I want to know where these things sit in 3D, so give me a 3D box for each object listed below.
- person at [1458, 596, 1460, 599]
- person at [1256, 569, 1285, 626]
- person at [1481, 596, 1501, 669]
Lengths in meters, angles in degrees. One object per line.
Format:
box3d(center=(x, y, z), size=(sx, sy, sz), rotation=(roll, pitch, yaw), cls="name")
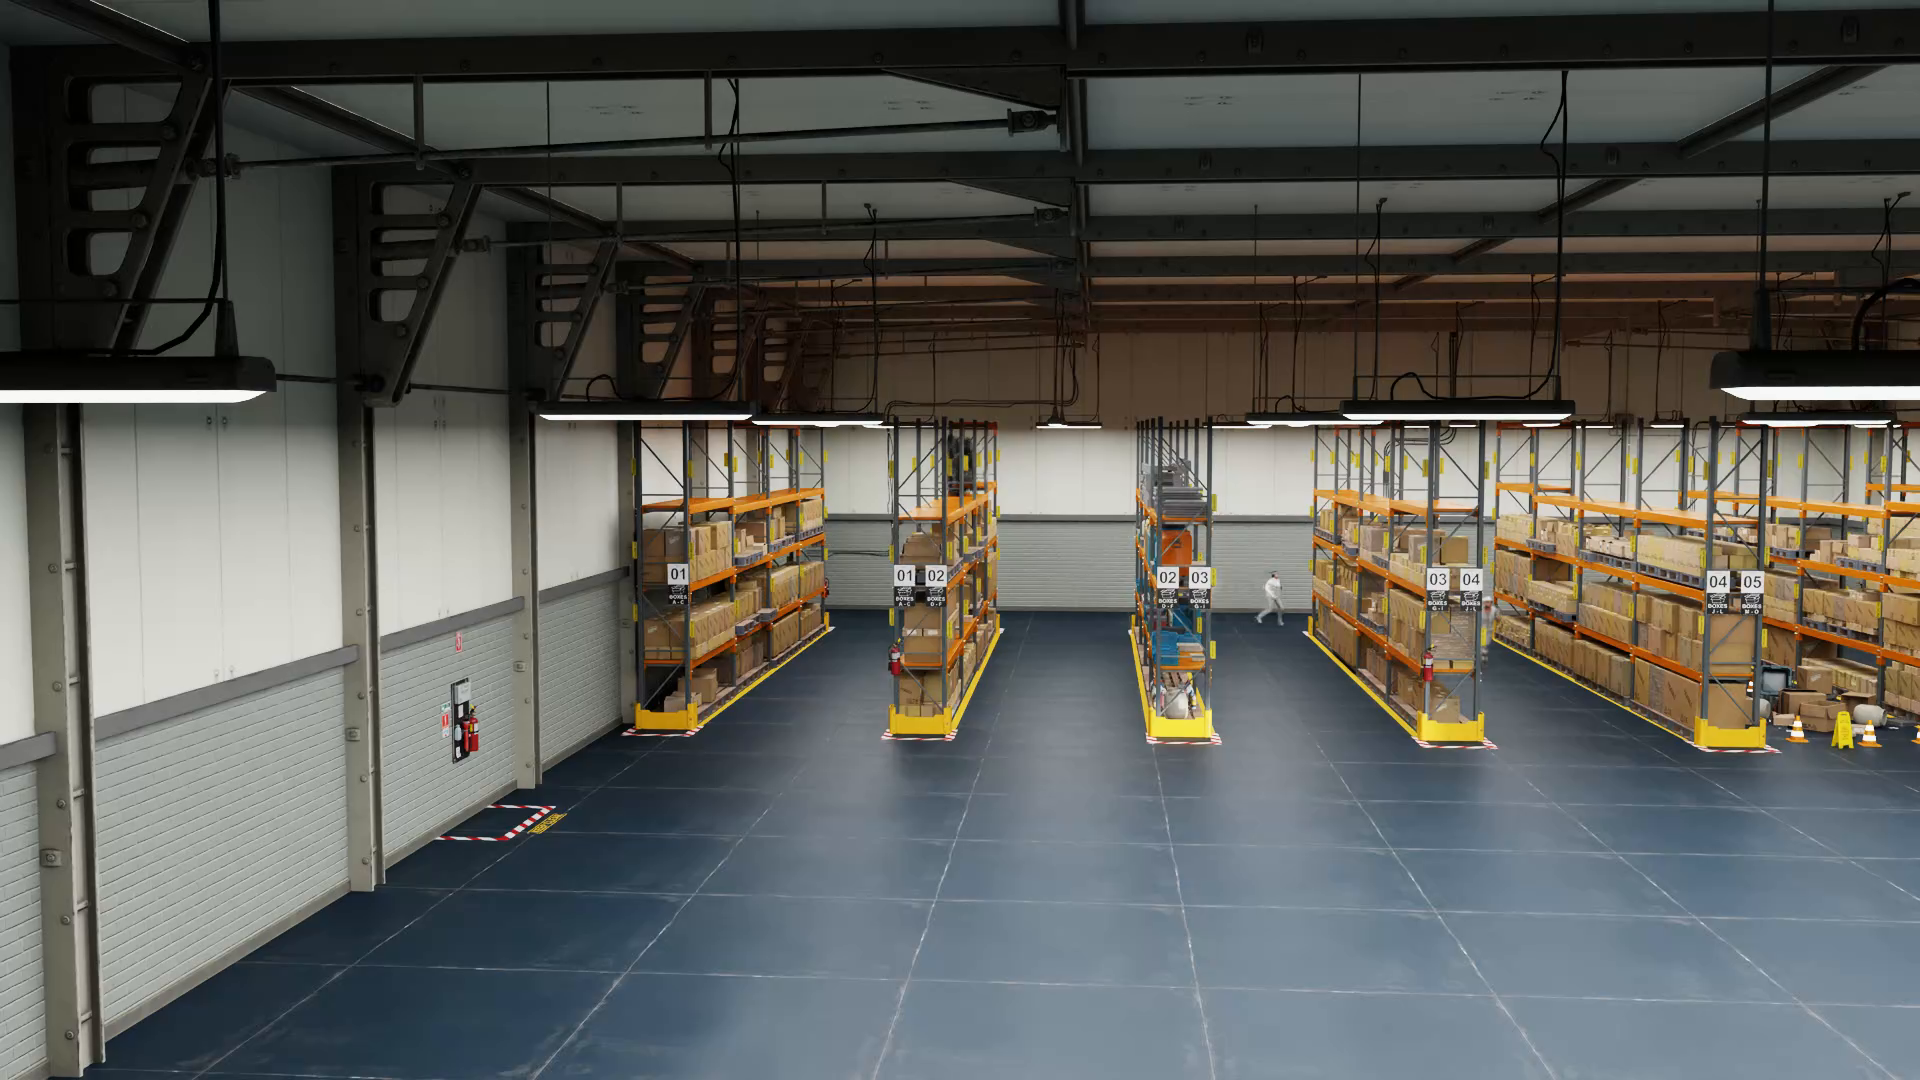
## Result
box3d(center=(13.376, 2.028, 43.888), size=(0.550, 1.715, 0.676), rotation=(1, 4, 11), cls="person")
box3d(center=(9.230, 1.711, 49.148), size=(0.684, 1.691, 0.830), rotation=(3, 5, 42), cls="person")
box3d(center=(12.714, 2.220, 40.287), size=(0.646, 1.767, 0.957), rotation=(0, 4, -6), cls="person")
